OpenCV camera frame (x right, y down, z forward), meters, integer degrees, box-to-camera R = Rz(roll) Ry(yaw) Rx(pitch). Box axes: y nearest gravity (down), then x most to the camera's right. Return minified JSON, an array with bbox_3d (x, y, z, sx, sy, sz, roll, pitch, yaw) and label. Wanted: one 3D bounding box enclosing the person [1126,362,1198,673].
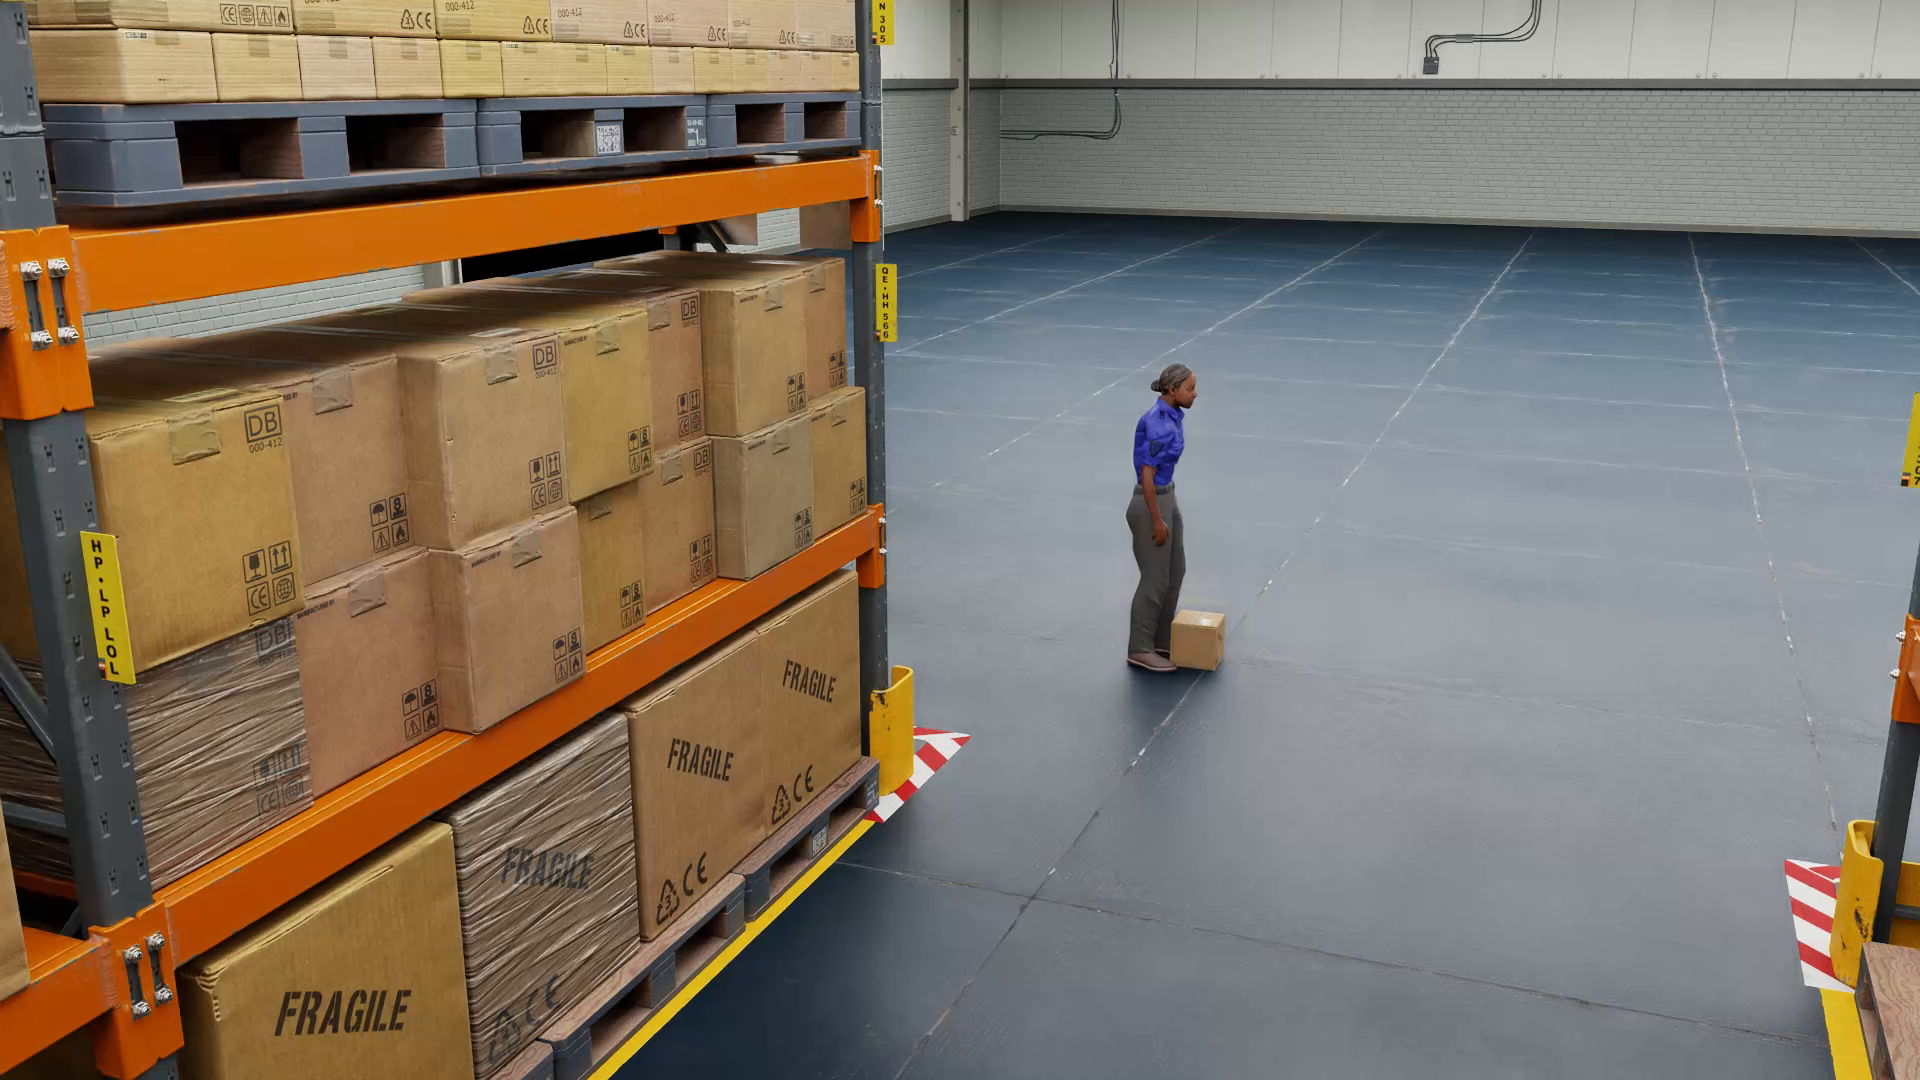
[{"bbox_3d":[1.116,-0.145,9.055,0.395,1.656,0.529,5,16,18],"label":"person"}]
